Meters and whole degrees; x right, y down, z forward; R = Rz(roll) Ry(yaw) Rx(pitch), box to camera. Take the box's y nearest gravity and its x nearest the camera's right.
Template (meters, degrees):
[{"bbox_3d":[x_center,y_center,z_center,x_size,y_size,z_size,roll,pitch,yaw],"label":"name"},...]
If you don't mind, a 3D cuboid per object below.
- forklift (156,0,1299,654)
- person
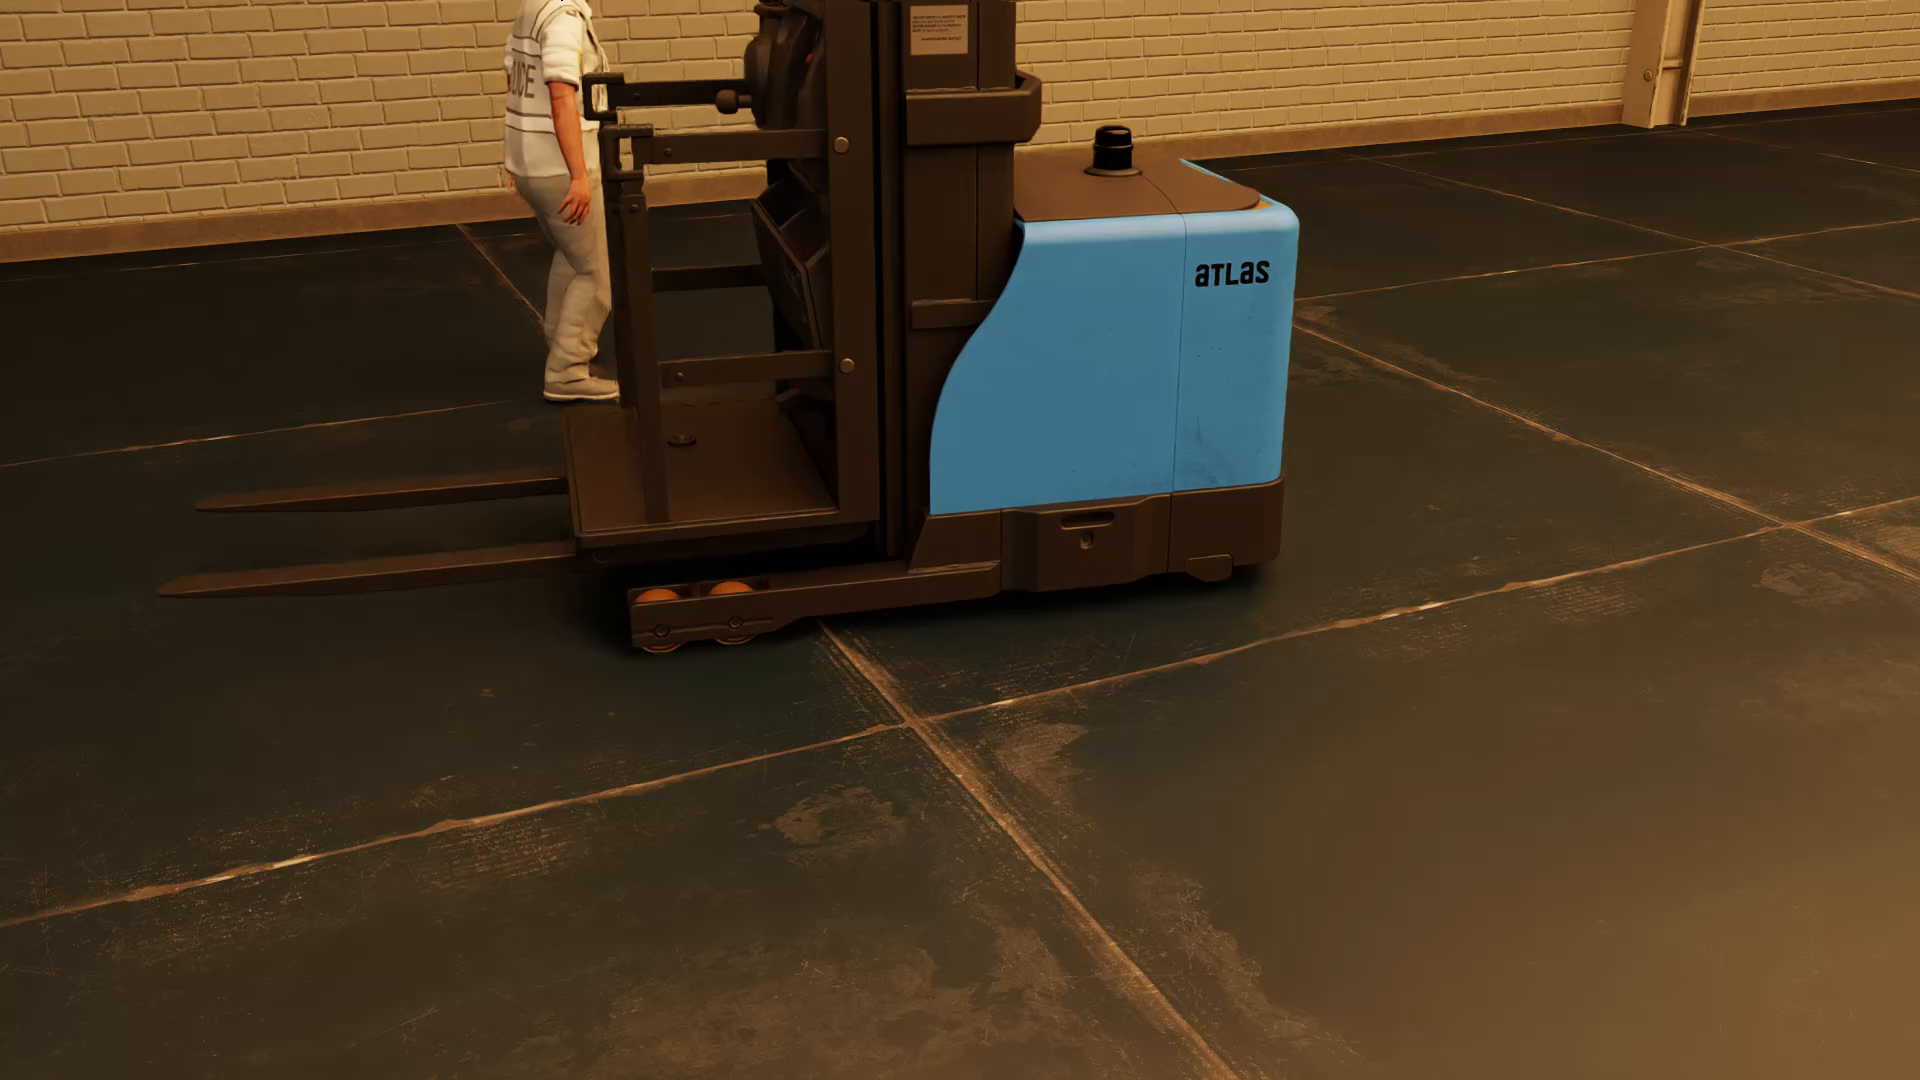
[{"bbox_3d":[-0.647,-1.278,4.363,3.031,2.935,1.130,-6,23,-13],"label":"forklift"},{"bbox_3d":[-1.487,-1.402,6.264,0.422,1.715,0.871,-13,26,-28],"label":"person"}]
